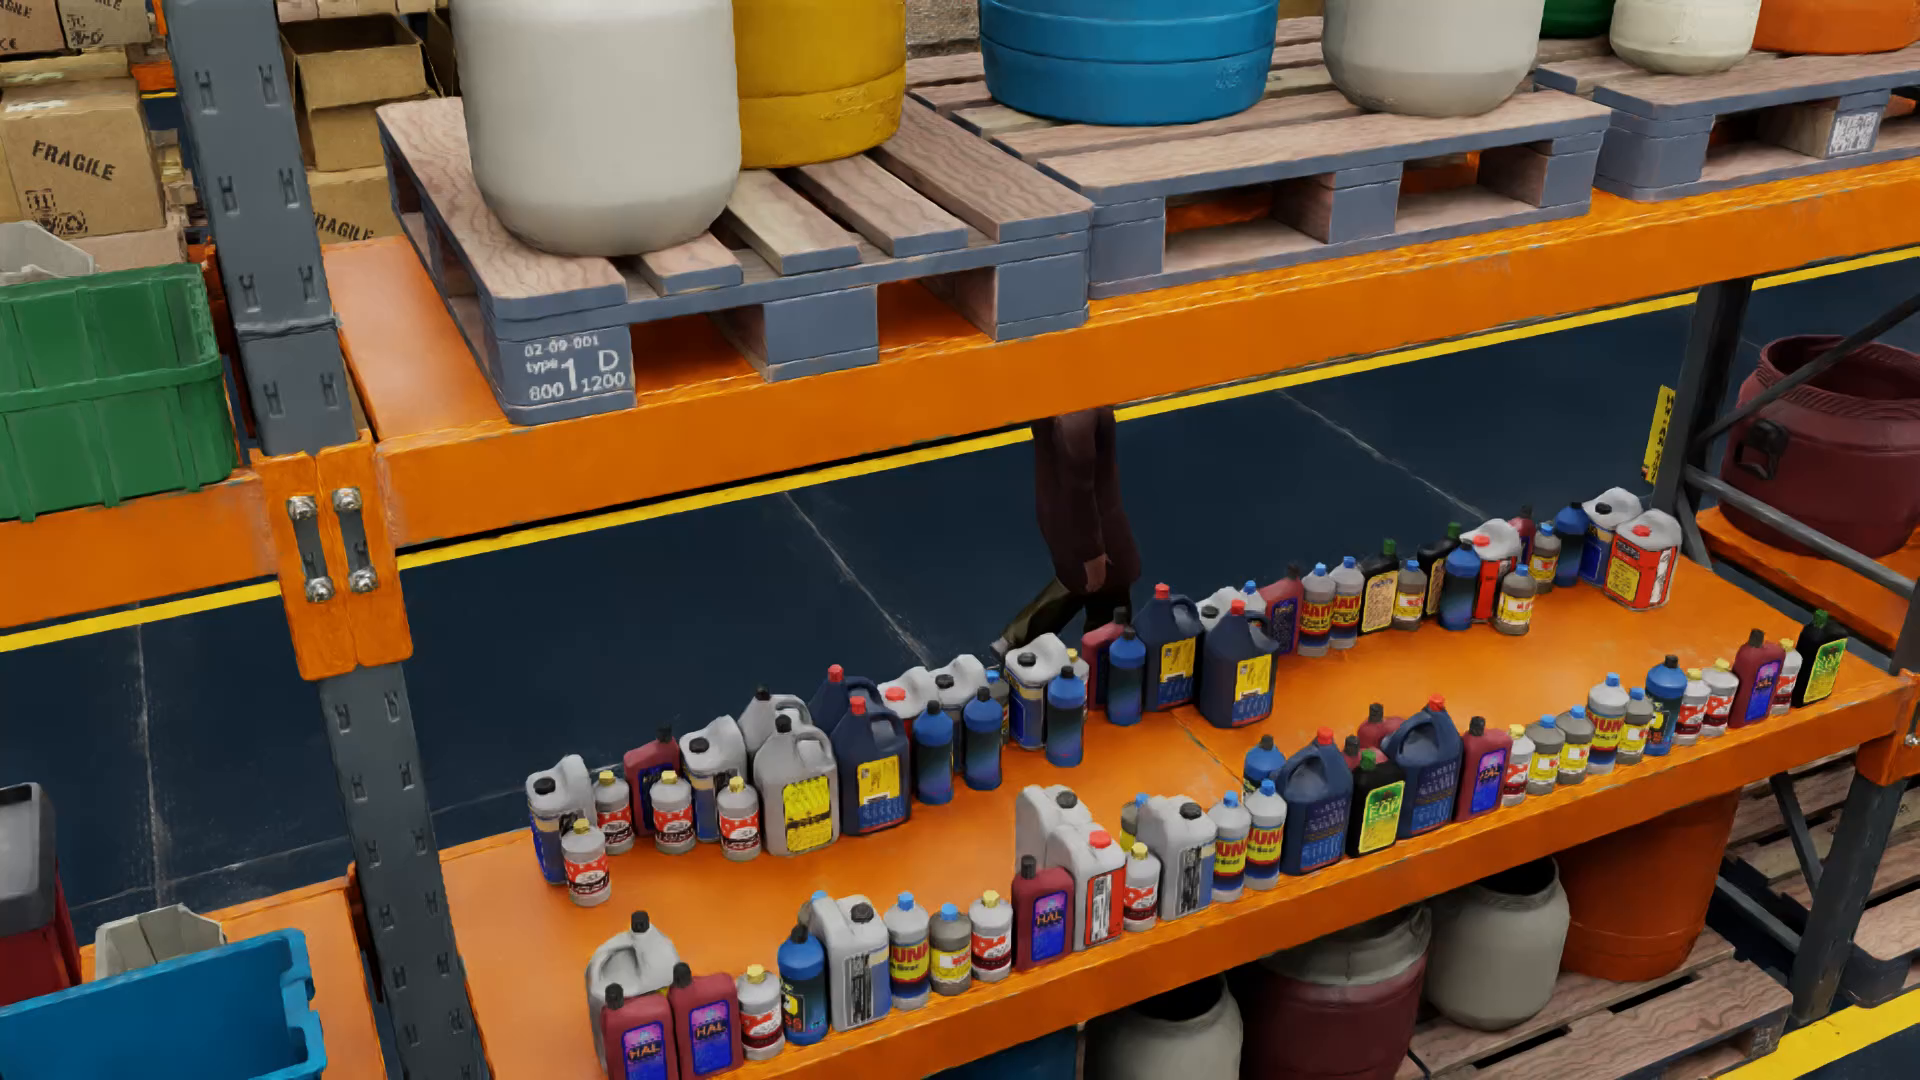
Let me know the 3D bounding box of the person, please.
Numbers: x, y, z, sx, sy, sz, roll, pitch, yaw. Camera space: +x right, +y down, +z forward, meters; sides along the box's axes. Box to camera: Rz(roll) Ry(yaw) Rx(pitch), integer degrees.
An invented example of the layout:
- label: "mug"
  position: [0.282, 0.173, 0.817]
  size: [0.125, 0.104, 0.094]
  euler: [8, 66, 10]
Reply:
- label: "person"
  position: [0.486, -0.085, 6.296]
  size: [0.725, 1.772, 0.617]
  euler: [-8, 30, -15]
